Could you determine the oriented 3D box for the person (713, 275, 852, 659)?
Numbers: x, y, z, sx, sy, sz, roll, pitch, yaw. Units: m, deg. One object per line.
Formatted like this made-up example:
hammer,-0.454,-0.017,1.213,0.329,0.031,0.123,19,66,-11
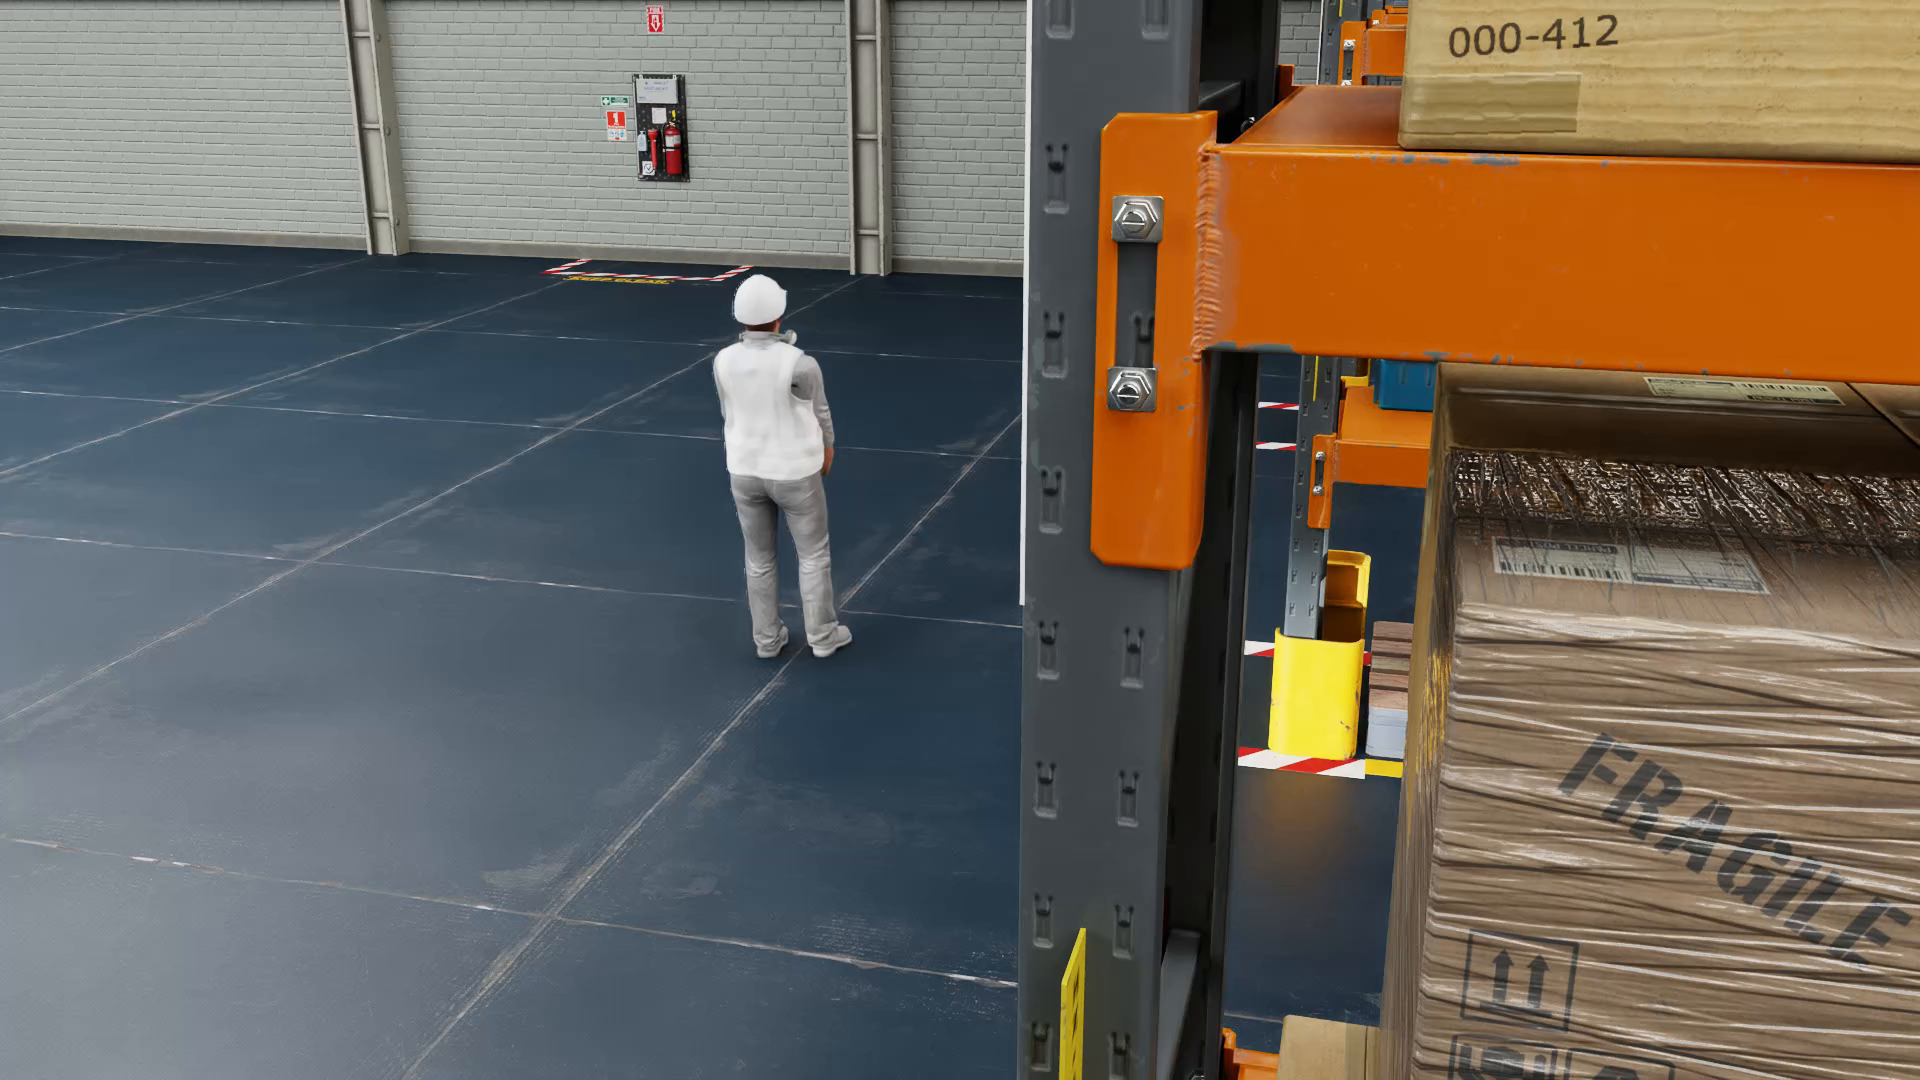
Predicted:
person,-0.810,-0.330,7.519,0.533,1.775,0.507,5,19,15
